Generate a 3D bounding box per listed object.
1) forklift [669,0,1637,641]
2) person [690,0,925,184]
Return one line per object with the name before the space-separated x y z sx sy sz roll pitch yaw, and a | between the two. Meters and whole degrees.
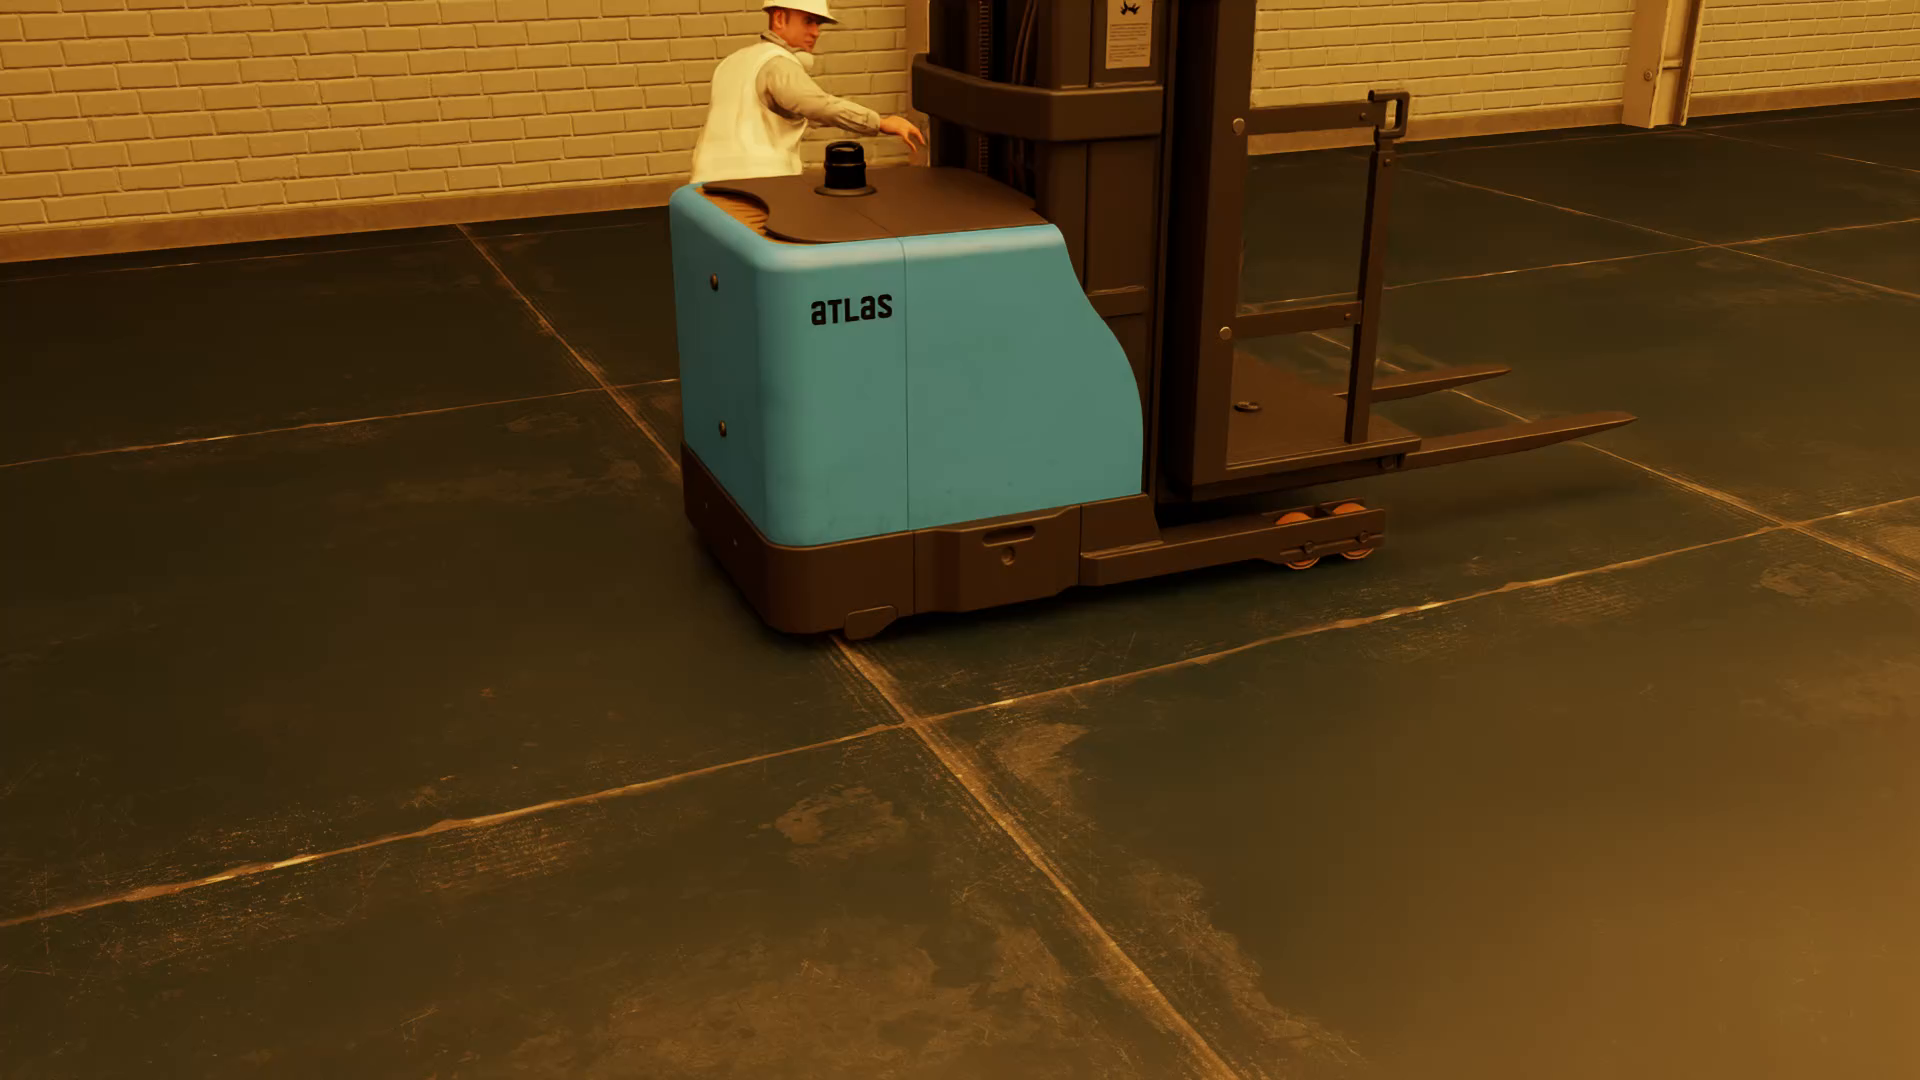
forklift | 0.718 -1.442 4.757 3.031 2.935 1.130 -9 24 -21
person | -0.508 -1.320 6.310 0.909 1.559 1.069 11 25 24
